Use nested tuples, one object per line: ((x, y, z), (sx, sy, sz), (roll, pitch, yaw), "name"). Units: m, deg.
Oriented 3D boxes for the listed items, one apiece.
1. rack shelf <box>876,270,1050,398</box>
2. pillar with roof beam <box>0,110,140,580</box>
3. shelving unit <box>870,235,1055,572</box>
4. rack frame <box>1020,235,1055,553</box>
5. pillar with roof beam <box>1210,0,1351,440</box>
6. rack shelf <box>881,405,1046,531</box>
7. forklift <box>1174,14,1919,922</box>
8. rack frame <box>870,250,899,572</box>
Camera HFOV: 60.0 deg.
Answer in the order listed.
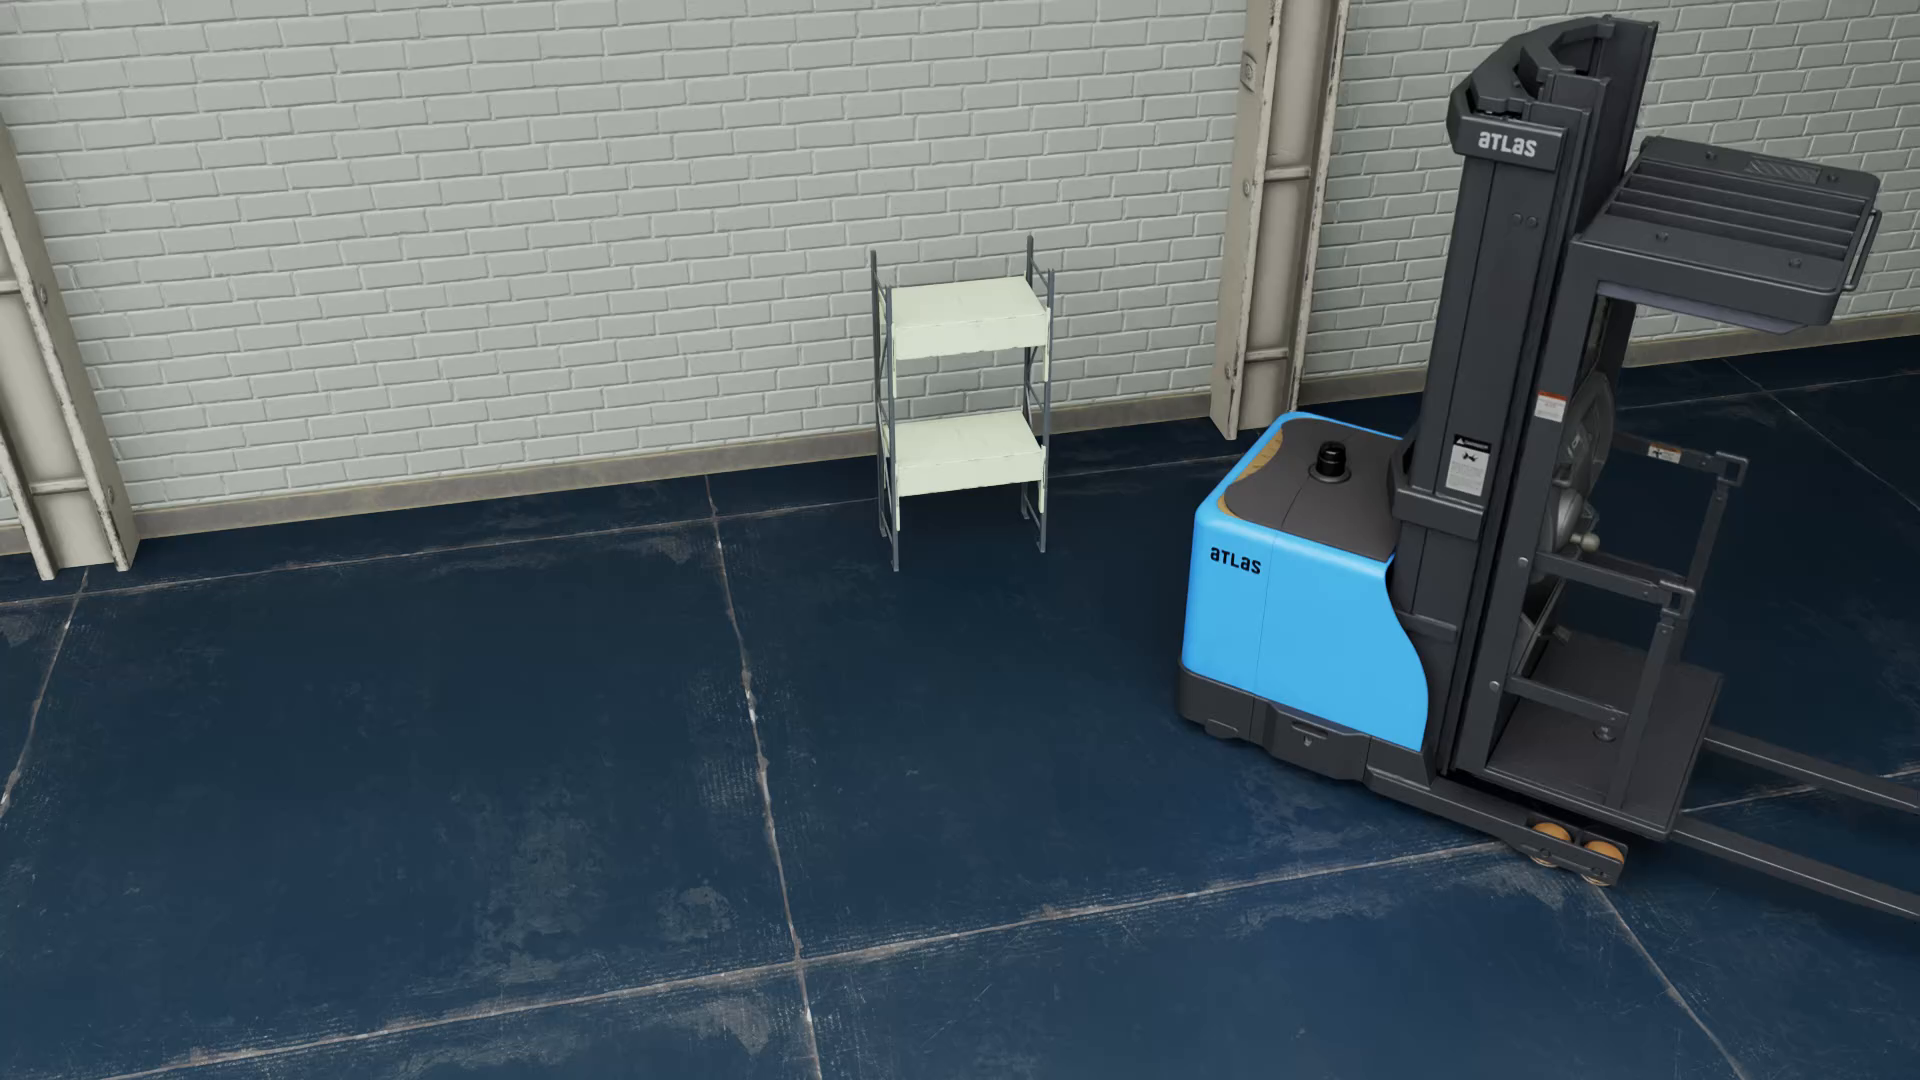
((0.007, -0.948, 7.616), (0.720, 0.370, 0.431), (-7, 35, -11), "rack shelf")
((-3.289, -1.311, 2.128), (0.400, 9.000, 9.100), (-7, 35, -11), "pillar with roof beam")
((0.007, -0.624, 7.833), (0.755, 1.500, 0.431), (-7, 35, -11), "shelving unit")
((0.363, -0.669, 7.900), (0.023, 1.500, 0.400), (-7, 35, -11), "rack frame")
((2.563, -2.049, 3.227), (0.400, 9.000, 9.100), (-7, 35, -11), "pillar with roof beam")
((0.007, -0.353, 8.015), (0.720, 0.370, 0.431), (-7, 35, -11), "rack shelf")
((2.439, -0.249, 5.990), (3.031, 2.935, 1.130), (19, 38, 25), "forklift")
((-0.350, -0.579, 7.766), (0.023, 1.500, 0.400), (-7, 35, -11), "rack frame")
